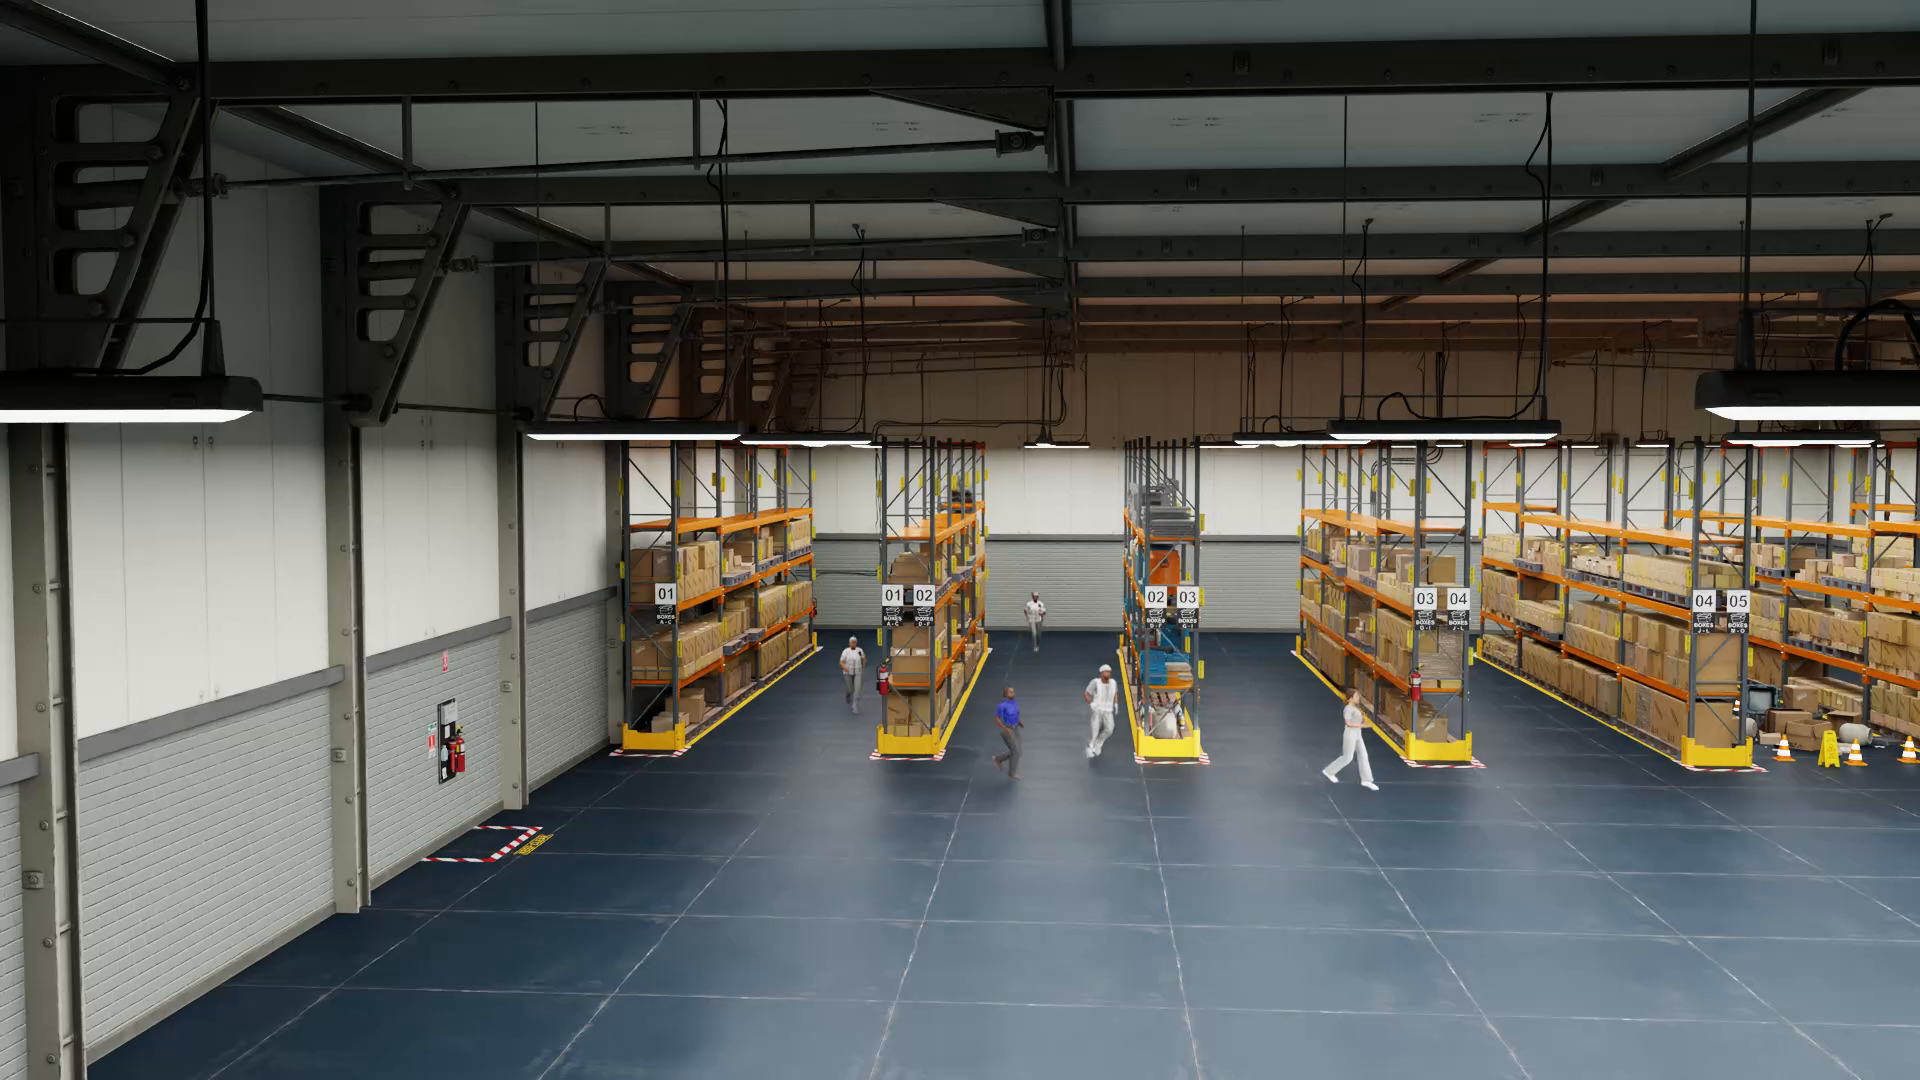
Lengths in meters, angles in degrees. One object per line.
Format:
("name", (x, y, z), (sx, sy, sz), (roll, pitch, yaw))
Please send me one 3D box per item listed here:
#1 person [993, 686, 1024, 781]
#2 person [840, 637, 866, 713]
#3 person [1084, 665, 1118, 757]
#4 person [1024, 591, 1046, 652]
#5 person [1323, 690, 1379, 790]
("person", (0.837, 3.367, 29.077), (0.591, 1.635, 0.576), (2, 4, 37))
("person", (-2.349, 2.955, 36.649), (0.608, 1.647, 0.759), (-1, 3, -11))
("person", (2.688, 3.193, 31.087), (0.742, 1.723, 0.542), (-1, 3, -17))
("person", (2.047, 2.235, 45.238), (0.589, 1.689, 0.789), (0, 3, -5))
("person", (6.624, 3.367, 28.168), (0.956, 1.684, 0.566), (2, 4, 30))
